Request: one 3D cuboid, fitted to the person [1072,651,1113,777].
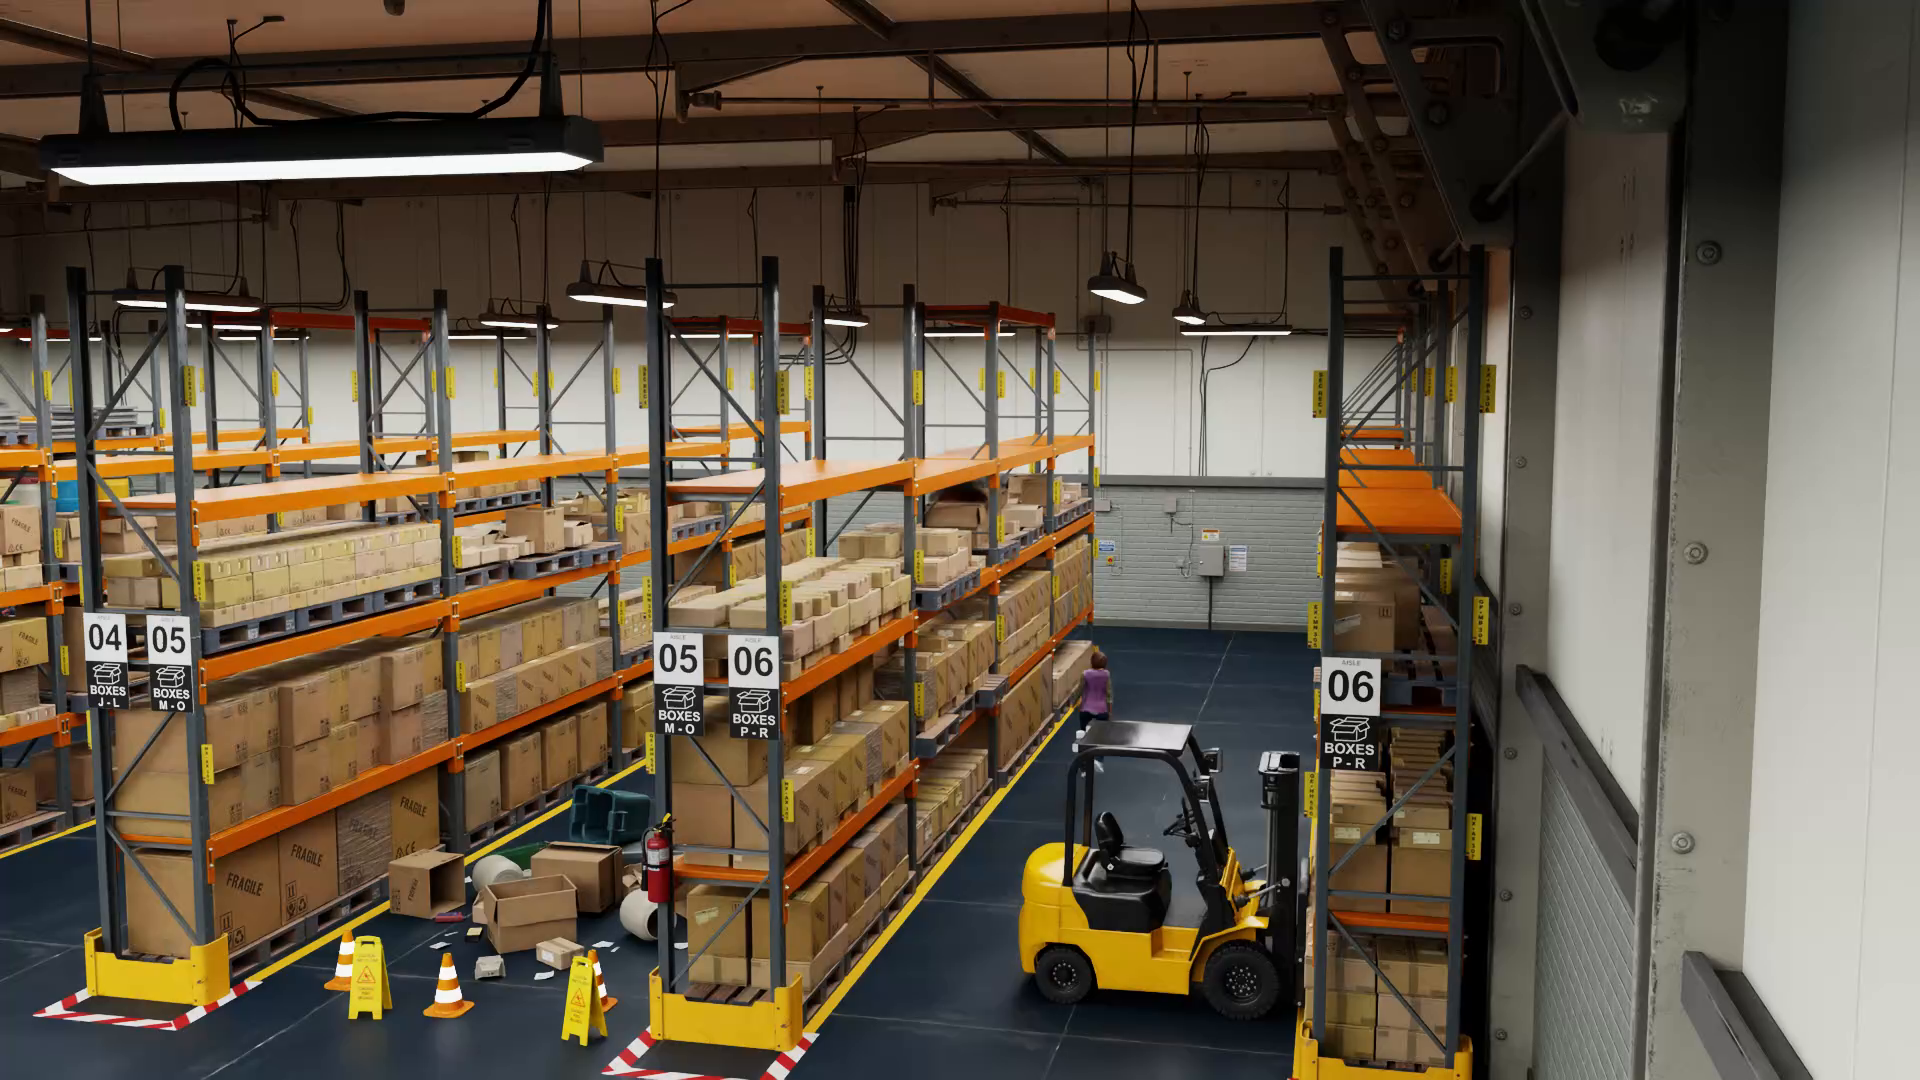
[{"bbox_3d":[1.628,2.158,20.695,0.553,1.578,0.561,2,6,17],"label":"person"}]
